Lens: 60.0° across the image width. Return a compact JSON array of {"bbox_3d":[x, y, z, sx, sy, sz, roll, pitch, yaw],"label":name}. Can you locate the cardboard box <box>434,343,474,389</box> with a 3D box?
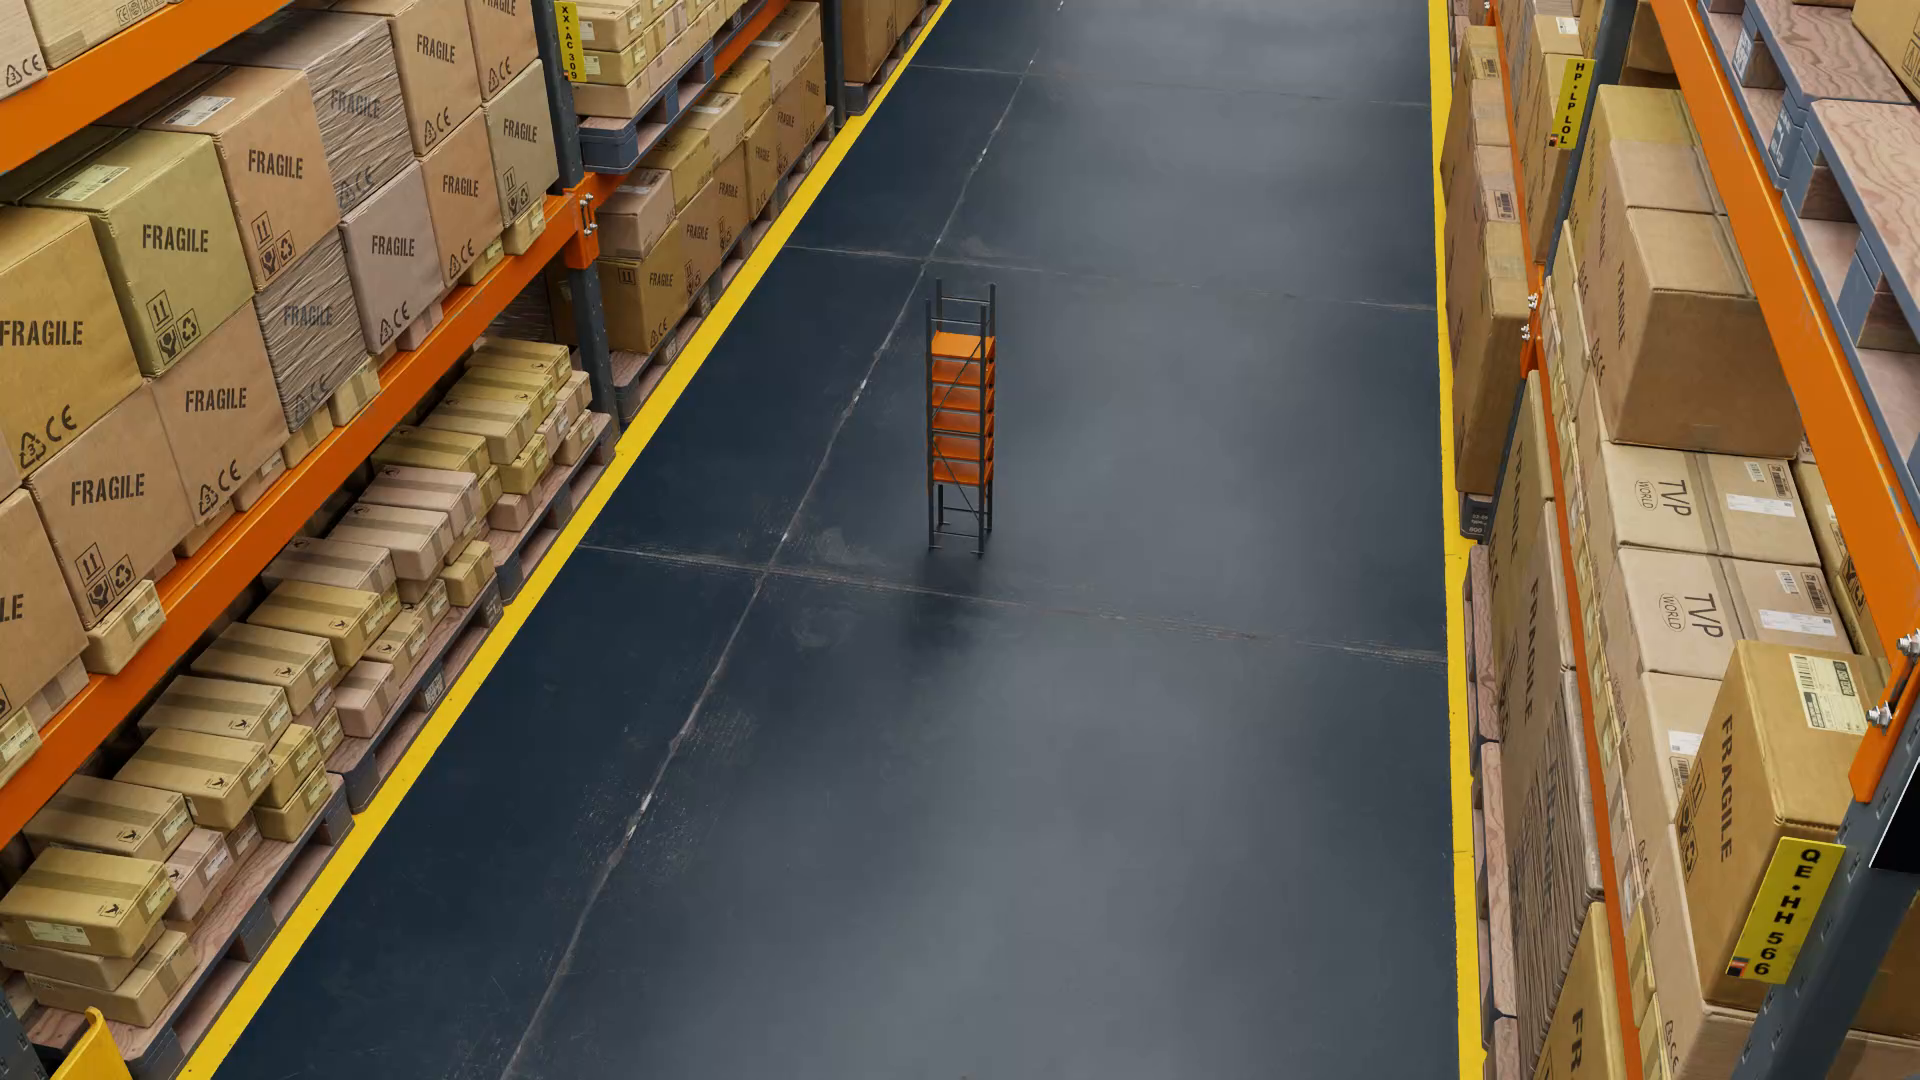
[{"bbox_3d":[-2.390,-0.816,7.385,0.380,0.149,0.250,9,37,12],"label":"cardboard box"}]

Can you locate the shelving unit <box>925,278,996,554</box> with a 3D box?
[{"bbox_3d":[0.003,-0.494,6.909,0.258,1.200,0.189,7,37,10],"label":"shelving unit"}]

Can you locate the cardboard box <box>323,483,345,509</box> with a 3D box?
[{"bbox_3d":[-2.680,-0.226,6.571,0.380,0.149,0.250,8,37,11],"label":"cardboard box"}]

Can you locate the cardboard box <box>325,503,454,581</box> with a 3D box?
[{"bbox_3d":[-2.142,0.006,6.250,0.380,0.149,0.250,6,36,8],"label":"cardboard box"}]

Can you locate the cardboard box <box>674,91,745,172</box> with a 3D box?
[{"bbox_3d":[-1.473,-2.181,8.836,0.500,0.250,0.500,9,37,12],"label":"cardboard box"}]

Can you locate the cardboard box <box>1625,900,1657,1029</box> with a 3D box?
[{"bbox_3d":[1.664,0.949,3.599,0.380,0.149,0.250,8,37,10],"label":"cardboard box"}]

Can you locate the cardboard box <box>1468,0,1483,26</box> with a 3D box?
[{"bbox_3d":[4.027,-3.863,11.779,0.700,0.500,0.500,4,36,6],"label":"cardboard box"}]

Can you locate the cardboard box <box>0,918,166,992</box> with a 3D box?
[{"bbox_3d":[-2.605,1.158,4.915,0.380,0.149,0.250,9,37,12],"label":"cardboard box"}]

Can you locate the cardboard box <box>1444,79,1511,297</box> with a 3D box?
[{"bbox_3d":[3.199,-1.751,8.563,1.225,0.875,0.875,7,37,10],"label":"cardboard box"}]

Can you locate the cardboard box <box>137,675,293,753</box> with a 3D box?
[{"bbox_3d":[-2.432,0.594,5.439,0.380,0.149,0.250,6,36,8],"label":"cardboard box"}]

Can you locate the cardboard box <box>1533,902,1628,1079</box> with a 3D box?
[{"bbox_3d":[1.914,1.555,4.001,0.875,0.875,0.875,7,37,10],"label":"cardboard box"}]

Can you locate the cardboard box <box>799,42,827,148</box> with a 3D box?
[{"bbox_3d":[-1.145,-2.772,10.291,0.500,0.500,0.500,7,37,10],"label":"cardboard box"}]

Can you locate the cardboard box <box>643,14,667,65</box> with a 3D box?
[{"bbox_3d":[-1.527,-2.237,7.383,0.380,0.149,0.250,7,36,9],"label":"cardboard box"}]

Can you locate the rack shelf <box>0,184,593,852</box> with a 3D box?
[{"bbox_3d":[-2.541,-0.293,5.712,1.077,0.370,4.000,7,37,10],"label":"rack shelf"}]

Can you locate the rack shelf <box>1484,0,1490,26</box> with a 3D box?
[{"bbox_3d":[3.992,-4.200,11.102,1.077,0.370,4.000,7,37,10],"label":"rack shelf"}]

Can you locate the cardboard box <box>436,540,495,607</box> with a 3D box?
[{"bbox_3d":[-2.086,0.114,6.608,0.380,0.149,0.250,7,37,10],"label":"cardboard box"}]

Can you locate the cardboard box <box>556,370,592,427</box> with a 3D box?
[{"bbox_3d":[-1.870,-0.647,7.404,0.380,0.149,0.250,8,37,11],"label":"cardboard box"}]

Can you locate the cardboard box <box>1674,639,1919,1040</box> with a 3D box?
[{"bbox_3d":[1.703,0.566,3.148,0.500,0.500,0.500,8,37,11],"label":"cardboard box"}]

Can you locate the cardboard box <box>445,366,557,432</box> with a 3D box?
[{"bbox_3d":[-1.951,-0.600,7.086,0.380,0.149,0.250,8,37,11],"label":"cardboard box"}]

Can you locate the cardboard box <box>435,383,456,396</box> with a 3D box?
[{"bbox_3d":[-2.504,-0.700,7.477,0.380,0.149,0.250,9,37,12],"label":"cardboard box"}]

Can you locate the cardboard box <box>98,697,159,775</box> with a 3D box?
[{"bbox_3d":[-2.867,0.648,5.618,0.380,0.149,0.250,7,37,9],"label":"cardboard box"}]

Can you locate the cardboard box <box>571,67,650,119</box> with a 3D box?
[{"bbox_3d":[-1.580,-1.968,7.265,0.380,0.149,0.250,6,36,8],"label":"cardboard box"}]

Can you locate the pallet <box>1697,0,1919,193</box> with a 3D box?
[{"bbox_3d":[2.262,-1.065,3.683,1.003,0.211,1.213,7,37,10],"label":"pallet"}]

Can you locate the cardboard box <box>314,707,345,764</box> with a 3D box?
[{"bbox_3d":[-2.398,0.692,5.811,0.380,0.149,0.250,7,37,10],"label":"cardboard box"}]

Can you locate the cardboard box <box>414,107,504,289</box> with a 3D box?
[{"bbox_3d":[-2.053,-1.282,6.124,0.500,0.500,0.500,6,36,9],"label":"cardboard box"}]

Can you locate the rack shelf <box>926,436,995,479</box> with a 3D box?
[{"bbox_3d":[0.003,-0.361,7.006,0.258,0.103,0.180,7,37,10],"label":"rack shelf"}]

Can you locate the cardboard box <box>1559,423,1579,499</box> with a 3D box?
[{"bbox_3d":[2.101,-0.223,5.215,0.380,0.149,0.250,7,36,9],"label":"cardboard box"}]

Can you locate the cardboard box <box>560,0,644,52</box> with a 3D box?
[{"bbox_3d":[-1.580,-2.209,7.090,0.380,0.149,0.250,9,37,12],"label":"cardboard box"}]

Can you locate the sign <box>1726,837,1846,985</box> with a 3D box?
[{"bbox_3d":[1.329,0.601,2.676,0.100,0.325,0.005,7,37,10],"label":"sign"}]

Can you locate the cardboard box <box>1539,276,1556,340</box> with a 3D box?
[{"bbox_3d":[2.322,-0.822,6.042,0.380,0.149,0.250,7,37,10],"label":"cardboard box"}]

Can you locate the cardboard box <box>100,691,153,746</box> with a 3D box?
[{"bbox_3d":[-2.944,0.528,5.529,0.380,0.149,0.250,6,36,8],"label":"cardboard box"}]

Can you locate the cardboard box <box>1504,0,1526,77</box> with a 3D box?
[{"bbox_3d":[2.981,-2.551,8.128,0.500,0.500,0.500,7,36,9],"label":"cardboard box"}]

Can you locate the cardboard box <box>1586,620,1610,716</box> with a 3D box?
[{"bbox_3d":[1.882,0.364,4.406,0.380,0.149,0.250,7,37,10],"label":"cardboard box"}]

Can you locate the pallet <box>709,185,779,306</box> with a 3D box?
[{"bbox_3d":[-1.690,-1.750,9.485,1.003,0.211,1.213,7,37,10],"label":"pallet"}]

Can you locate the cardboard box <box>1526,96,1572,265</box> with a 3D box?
[{"bbox_3d":[2.543,-1.394,6.533,0.500,0.500,0.500,7,37,10],"label":"cardboard box"}]

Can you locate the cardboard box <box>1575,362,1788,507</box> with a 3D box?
[{"bbox_3d":[2.138,-0.292,4.972,0.500,0.250,0.500,8,37,11],"label":"cardboard box"}]

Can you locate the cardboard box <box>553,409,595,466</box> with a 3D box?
[{"bbox_3d":[-1.865,-0.479,7.427,0.380,0.149,0.250,8,37,11],"label":"cardboard box"}]

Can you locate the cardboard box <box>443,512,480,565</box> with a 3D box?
[{"bbox_3d":[-2.141,-0.054,6.587,0.380,0.149,0.250,8,37,11],"label":"cardboard box"}]

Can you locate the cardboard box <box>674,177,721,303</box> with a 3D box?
[{"bbox_3d":[-1.585,-1.583,8.650,0.500,0.500,0.500,9,37,12],"label":"cardboard box"}]

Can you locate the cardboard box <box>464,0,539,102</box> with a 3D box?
[{"bbox_3d":[-1.950,-1.994,6.254,0.500,0.500,0.500,6,36,8],"label":"cardboard box"}]

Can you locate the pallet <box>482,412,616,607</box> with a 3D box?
[{"bbox_3d":[-2.223,-0.213,7.363,1.003,0.211,1.213,7,37,10],"label":"pallet"}]

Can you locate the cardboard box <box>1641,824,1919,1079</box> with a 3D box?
[{"bbox_3d":[1.700,0.871,3.367,0.500,0.250,0.500,7,36,9],"label":"cardboard box"}]

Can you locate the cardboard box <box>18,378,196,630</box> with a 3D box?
[{"bbox_3d":[-2.513,-0.132,4.537,0.500,0.500,0.500,7,37,10],"label":"cardboard box"}]

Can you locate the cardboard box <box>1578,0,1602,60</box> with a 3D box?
[{"bbox_3d":[2.996,-2.257,6.869,0.797,0.503,0.637,8,37,10],"label":"cardboard box"}]

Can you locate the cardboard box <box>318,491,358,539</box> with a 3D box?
[{"bbox_3d":[-2.629,-0.090,6.636,0.380,0.149,0.250,9,37,12],"label":"cardboard box"}]

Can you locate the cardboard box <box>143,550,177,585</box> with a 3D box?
[{"bbox_3d":[-2.534,0.055,4.833,0.380,0.149,0.250,9,37,12],"label":"cardboard box"}]

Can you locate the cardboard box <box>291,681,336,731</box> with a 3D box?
[{"bbox_3d":[-2.401,0.559,5.741,0.380,0.149,0.250,6,36,8],"label":"cardboard box"}]

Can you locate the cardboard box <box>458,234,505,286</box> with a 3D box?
[{"bbox_3d":[-2.010,-1.129,6.466,0.380,0.149,0.250,9,37,12],"label":"cardboard box"}]

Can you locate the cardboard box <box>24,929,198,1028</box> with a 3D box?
[{"bbox_3d":[-2.543,1.286,4.991,0.380,0.149,0.250,8,37,11],"label":"cardboard box"}]

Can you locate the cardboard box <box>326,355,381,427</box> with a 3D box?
[{"bbox_3d":[-2.210,-0.531,5.641,0.380,0.149,0.250,8,37,11],"label":"cardboard box"}]

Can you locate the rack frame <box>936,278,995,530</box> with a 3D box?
[{"bbox_3d":[0.023,-0.547,6.982,0.240,1.200,0.006,7,37,10],"label":"rack frame"}]

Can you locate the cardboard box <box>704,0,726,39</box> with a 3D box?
[{"bbox_3d":[-1.361,-2.560,8.082,0.380,0.149,0.250,6,36,8],"label":"cardboard box"}]

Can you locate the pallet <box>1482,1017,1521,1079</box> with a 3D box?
[{"bbox_3d":[1.950,1.903,4.445,1.003,0.211,1.213,7,37,10],"label":"pallet"}]

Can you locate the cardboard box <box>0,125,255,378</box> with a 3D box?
[{"bbox_3d":[-2.378,-0.813,4.625,0.500,0.500,0.500,7,36,9],"label":"cardboard box"}]
